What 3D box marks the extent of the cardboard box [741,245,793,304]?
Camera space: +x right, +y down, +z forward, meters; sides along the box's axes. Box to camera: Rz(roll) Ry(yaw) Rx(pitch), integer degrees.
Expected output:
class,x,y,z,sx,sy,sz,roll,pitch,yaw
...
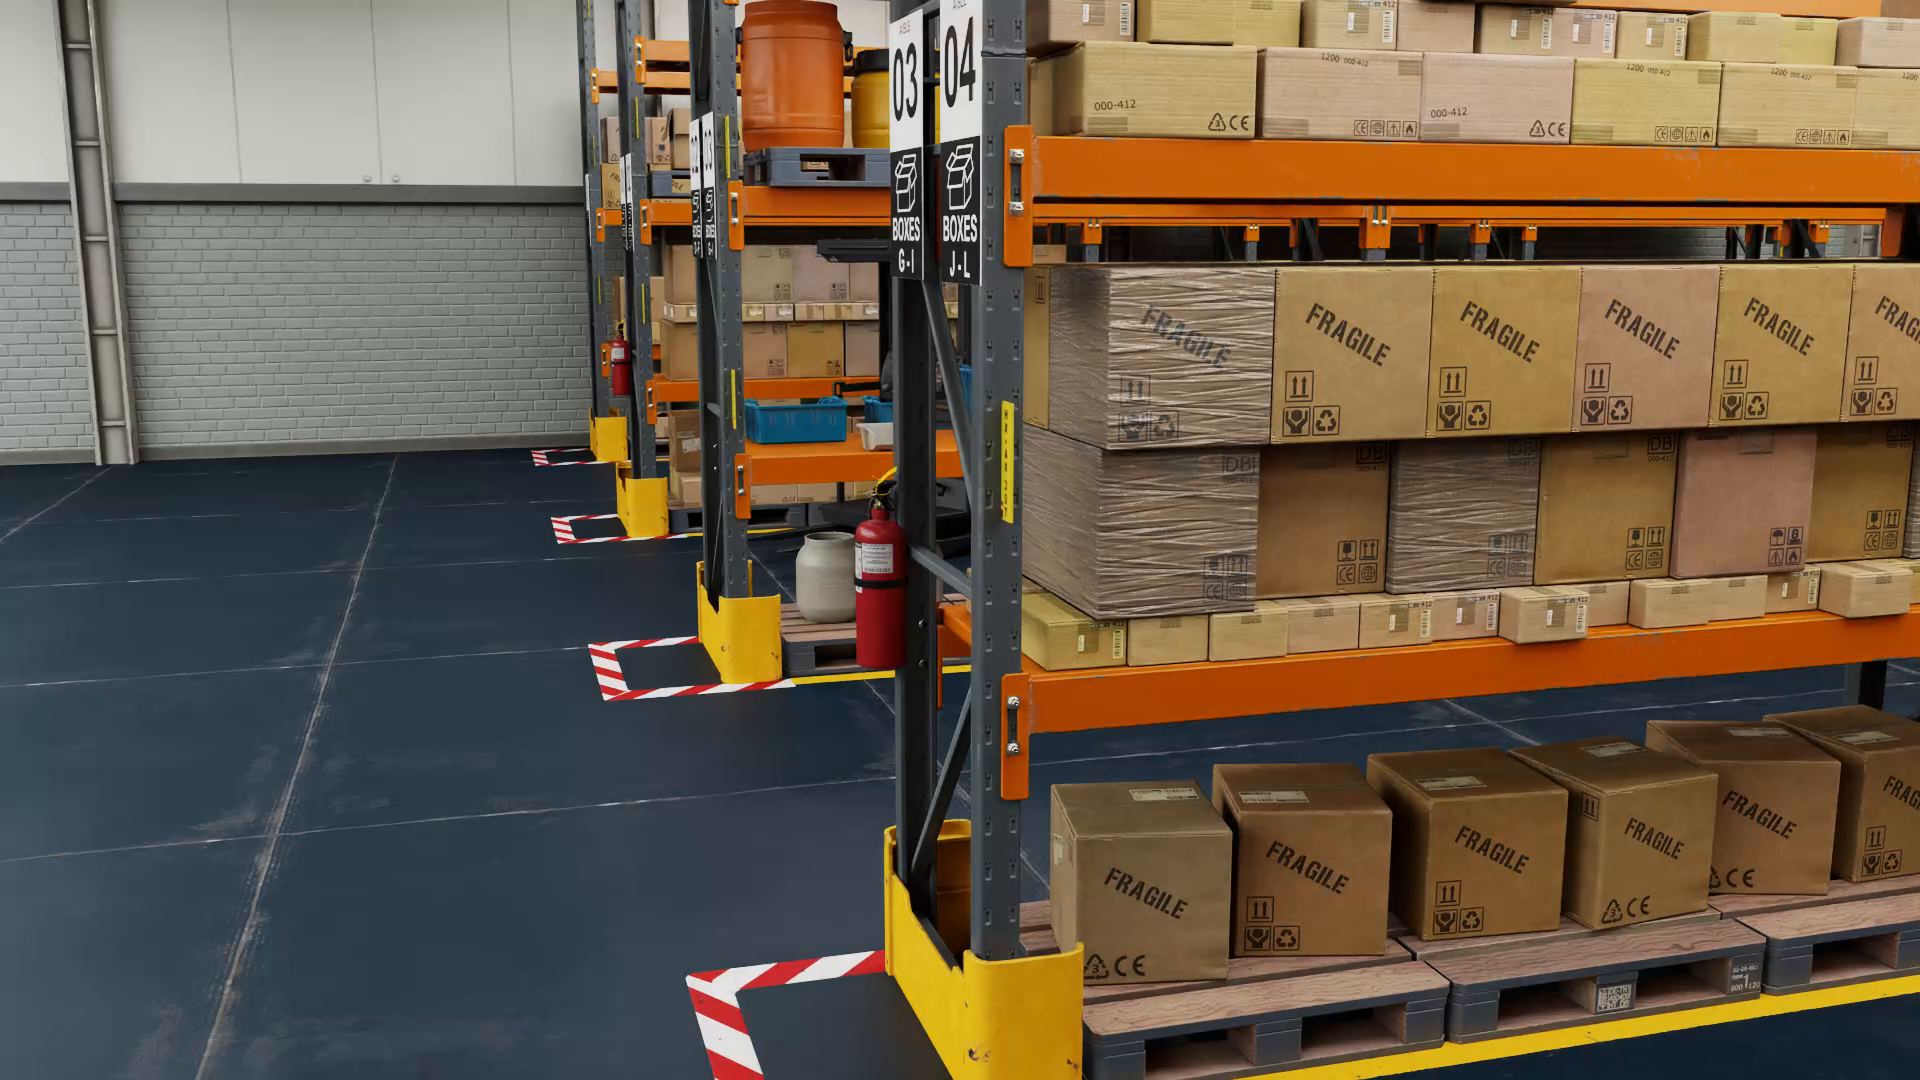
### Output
class,x,y,z,sx,sy,sz,roll,pitch,yaw
cardboard box,-1.783,-2.342,14.625,0.500,0.500,0.700,-3,11,-17

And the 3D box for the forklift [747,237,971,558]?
class,x,y,z,sx,sy,sz,roll,pitch,yaw
forklift,-0.456,-1.365,13.363,3.031,2.935,1.130,-10,14,-42

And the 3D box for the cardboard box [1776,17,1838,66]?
class,x,y,z,sx,sy,sz,roll,pitch,yaw
cardboard box,2.561,-1.570,5.320,0.250,0.149,0.380,-3,11,-14

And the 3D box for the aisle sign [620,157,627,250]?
class,x,y,z,sx,sy,sz,roll,pitch,yaw
aisle sign,-2.934,-2.930,14.495,0.004,0.787,0.394,-3,11,-16

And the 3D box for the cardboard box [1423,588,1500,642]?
class,x,y,z,sx,sy,sz,roll,pitch,yaw
cardboard box,1.515,0.205,5.342,0.250,0.149,0.380,-3,11,-16

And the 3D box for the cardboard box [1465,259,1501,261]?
class,x,y,z,sx,sy,sz,roll,pitch,yaw
cardboard box,6.968,-3.578,21.971,0.500,0.250,0.500,-3,11,-15

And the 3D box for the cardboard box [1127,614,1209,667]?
class,x,y,z,sx,sy,sz,roll,pitch,yaw
cardboard box,0.562,0.260,5.043,0.250,0.149,0.380,-3,11,-16

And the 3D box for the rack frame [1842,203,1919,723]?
class,x,y,z,sx,sy,sz,roll,pitch,yaw
rack frame,3.817,-0.084,6.216,0.127,3.000,1.000,-3,11,-16

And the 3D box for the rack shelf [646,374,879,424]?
class,x,y,z,sx,sy,sz,roll,pitch,yaw
rack shelf,-0.869,-1.351,15.086,4.000,0.370,1.077,-3,11,-16

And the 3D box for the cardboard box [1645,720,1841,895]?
class,x,y,z,sx,sy,sz,roll,pitch,yaw
cardboard box,2.874,0.983,6.167,0.500,0.500,0.500,0,10,2

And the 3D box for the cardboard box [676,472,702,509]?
class,x,y,z,sx,sy,sz,roll,pitch,yaw
cardboard box,-2.212,-0.446,14.620,0.500,0.250,0.500,-3,11,-16

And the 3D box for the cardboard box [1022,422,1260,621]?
class,x,y,z,sx,sy,sz,roll,pitch,yaw
cardboard box,0.512,-0.100,5.205,0.500,0.500,0.875,-3,11,-16

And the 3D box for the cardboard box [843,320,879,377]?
class,x,y,z,sx,sy,sz,roll,pitch,yaw
cardboard box,-0.852,-1.753,15.007,0.500,0.500,0.700,-3,11,-14

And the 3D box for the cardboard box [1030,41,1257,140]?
class,x,y,z,sx,sy,sz,roll,pitch,yaw
cardboard box,0.511,-1.262,4.746,0.500,0.250,0.500,-3,11,-14

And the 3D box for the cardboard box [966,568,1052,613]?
class,x,y,z,sx,sy,sz,roll,pitch,yaw
cardboard box,0.192,0.192,5.412,0.250,0.149,0.380,-3,11,-16

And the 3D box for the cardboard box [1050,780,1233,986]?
class,x,y,z,sx,sy,sz,roll,pitch,yaw
cardboard box,0.581,1.113,5.460,0.500,0.500,0.500,-1,10,-5

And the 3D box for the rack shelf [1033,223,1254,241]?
class,x,y,z,sx,sy,sz,roll,pitch,yaw
rack shelf,1.584,-3.889,20.591,4.000,0.370,1.077,-3,11,-16

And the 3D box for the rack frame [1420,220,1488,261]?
class,x,y,z,sx,sy,sz,roll,pitch,yaw
rack frame,4.892,-2.008,16.671,0.127,3.000,1.000,-3,11,-16

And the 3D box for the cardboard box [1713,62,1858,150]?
class,x,y,z,sx,sy,sz,roll,pitch,yaw
cardboard box,2.460,-1.365,5.307,0.500,0.250,0.500,-3,11,-16

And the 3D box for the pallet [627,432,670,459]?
class,x,y,z,sx,sy,sz,roll,pitch,yaw
pallet,-3.314,-1.132,19.611,1.213,0.211,1.003,-3,11,-16

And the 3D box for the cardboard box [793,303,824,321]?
class,x,y,z,sx,sy,sz,roll,pitch,yaw
cardboard box,-1.361,-2.007,14.593,0.250,0.149,0.380,-3,11,-18

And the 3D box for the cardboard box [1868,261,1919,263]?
class,x,y,z,sx,sy,sz,roll,pitch,yaw
cardboard box,3.462,-0.700,5.706,0.500,0.500,0.500,-3,11,-16

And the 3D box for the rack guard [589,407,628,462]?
class,x,y,z,sx,sy,sz,roll,pitch,yaw
rack guard,-4.104,-1.239,19.395,0.348,0.500,1.175,-3,11,-16

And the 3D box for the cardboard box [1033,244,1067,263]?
class,x,y,z,sx,sy,sz,roll,pitch,yaw
cardboard box,0.627,-2.470,15.317,0.500,0.500,0.700,-3,11,-16

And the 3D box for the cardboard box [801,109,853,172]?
class,x,y,z,sx,sy,sz,roll,pitch,yaw
cardboard box,-1.118,-3.440,14.339,0.500,0.500,0.500,-3,11,-16

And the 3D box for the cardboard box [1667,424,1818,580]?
class,x,y,z,sx,sy,sz,roll,pitch,yaw
cardboard box,2.426,-0.205,5.778,0.500,0.500,0.875,-3,11,-16

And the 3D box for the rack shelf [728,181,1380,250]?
class,x,y,z,sx,sy,sz,roll,pitch,yaw
rack shelf,0.512,-1.965,10.136,4.000,0.370,1.077,-3,11,-16

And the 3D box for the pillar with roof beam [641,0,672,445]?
class,x,y,z,sx,sy,sz,roll,pitch,yaw
pillar with roof beam,-2.544,-4.852,15.549,0.400,9.000,9.100,-3,11,-16

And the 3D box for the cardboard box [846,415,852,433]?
class,x,y,z,sx,sy,sz,roll,pitch,yaw
cardboard box,-1.256,-0.868,14.841,0.500,0.500,0.500,-3,11,-16

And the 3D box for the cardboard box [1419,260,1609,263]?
class,x,y,z,sx,sy,sz,roll,pitch,yaw
cardboard box,1.877,-0.714,5.782,0.500,0.500,0.500,-3,11,-16

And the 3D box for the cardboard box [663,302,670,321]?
class,x,y,z,sx,sy,sz,roll,pitch,yaw
cardboard box,-2.475,-2.024,14.689,0.250,0.149,0.380,-3,11,-17

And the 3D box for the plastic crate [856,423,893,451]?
class,x,y,z,sx,sy,sz,roll,pitch,yaw
plastic crate,-0.459,-0.602,9.759,0.250,0.136,0.298,-3,11,-16

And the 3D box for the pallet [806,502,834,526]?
class,x,y,z,sx,sy,sz,roll,pitch,yaw
pallet,-0.897,-0.339,15.305,1.213,0.211,1.003,-3,11,-16

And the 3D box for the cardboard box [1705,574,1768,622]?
class,x,y,z,sx,sy,sz,roll,pitch,yaw
cardboard box,2.479,0.157,5.605,0.250,0.149,0.380,-3,11,-16

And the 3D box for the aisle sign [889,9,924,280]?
class,x,y,z,sx,sy,sz,roll,pitch,yaw
aisle sign,-0.167,-1.209,5.147,0.004,0.787,0.394,-3,11,-16

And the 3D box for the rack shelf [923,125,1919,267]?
class,x,y,z,sx,sy,sz,roll,pitch,yaw
rack shelf,1.897,-1.104,5.459,4.000,0.370,1.077,-3,11,-16

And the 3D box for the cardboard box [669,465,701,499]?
class,x,y,z,sx,sy,sz,roll,pitch,yaw
cardboard box,-2.357,-0.536,15.109,0.500,0.250,0.500,-3,11,-16

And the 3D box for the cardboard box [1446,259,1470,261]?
class,x,y,z,sx,sy,sz,roll,pitch,yaw
cardboard box,6.474,-3.553,21.840,0.500,0.250,0.500,-3,11,-15

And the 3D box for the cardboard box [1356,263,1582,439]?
class,x,y,z,sx,sy,sz,roll,pitch,yaw
cardboard box,1.542,-0.598,5.153,0.500,0.500,0.500,-3,11,-16

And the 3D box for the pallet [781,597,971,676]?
class,x,y,z,sx,sy,sz,roll,pitch,yaw
pallet,-0.567,0.577,10.329,1.213,0.211,1.003,-3,11,-16

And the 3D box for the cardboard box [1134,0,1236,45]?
class,x,y,z,sx,sy,sz,roll,pitch,yaw
cardboard box,0.581,-1.449,4.659,0.250,0.149,0.380,-3,11,-15

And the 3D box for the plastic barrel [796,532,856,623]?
class,x,y,z,sx,sy,sz,roll,pitch,yaw
plastic barrel,-0.798,0.228,10.233,0.421,0.512,0.421,0,10,0

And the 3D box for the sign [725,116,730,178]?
class,x,y,z,sx,sy,sz,roll,pitch,yaw
sign,-1.258,-2.126,9.000,0.005,0.325,0.100,-3,11,-16

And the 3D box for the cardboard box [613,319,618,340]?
class,x,y,z,sx,sy,sz,roll,pitch,yaw
cardboard box,-3.783,-2.458,19.471,0.500,0.250,0.500,-3,11,-15

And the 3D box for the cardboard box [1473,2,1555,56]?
class,x,y,z,sx,sy,sz,roll,pitch,yaw
cardboard box,1.564,-1.512,5.005,0.250,0.149,0.380,-4,11,-19

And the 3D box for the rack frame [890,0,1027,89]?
class,x,y,z,sx,sy,sz,roll,pitch,yaw
rack frame,-0.024,-2.832,4.573,0.127,3.000,1.000,-3,11,-16

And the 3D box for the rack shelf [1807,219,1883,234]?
class,x,y,z,sx,sy,sz,roll,pitch,yaw
rack shelf,8.193,-2.370,12.335,4.000,0.370,1.077,-3,11,-16

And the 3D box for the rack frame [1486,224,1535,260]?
class,x,y,z,sx,sy,sz,roll,pitch,yaw
rack frame,7.345,-3.072,22.447,0.127,3.000,1.000,-3,11,-16

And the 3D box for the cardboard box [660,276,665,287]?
class,x,y,z,sx,sy,sz,roll,pitch,yaw
cardboard box,-3.157,-2.764,19.066,0.500,0.500,0.500,-3,11,-16

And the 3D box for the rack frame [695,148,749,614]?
class,x,y,z,sx,sy,sz,roll,pitch,yaw
rack frame,-1.408,-0.742,9.793,0.127,3.000,1.000,-3,11,-16

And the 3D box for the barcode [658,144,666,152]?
class,x,y,z,sx,sy,sz,roll,pitch,yaw
barcode,-2.634,-3.463,14.686,0.075,0.075,0.001,-3,11,-16
